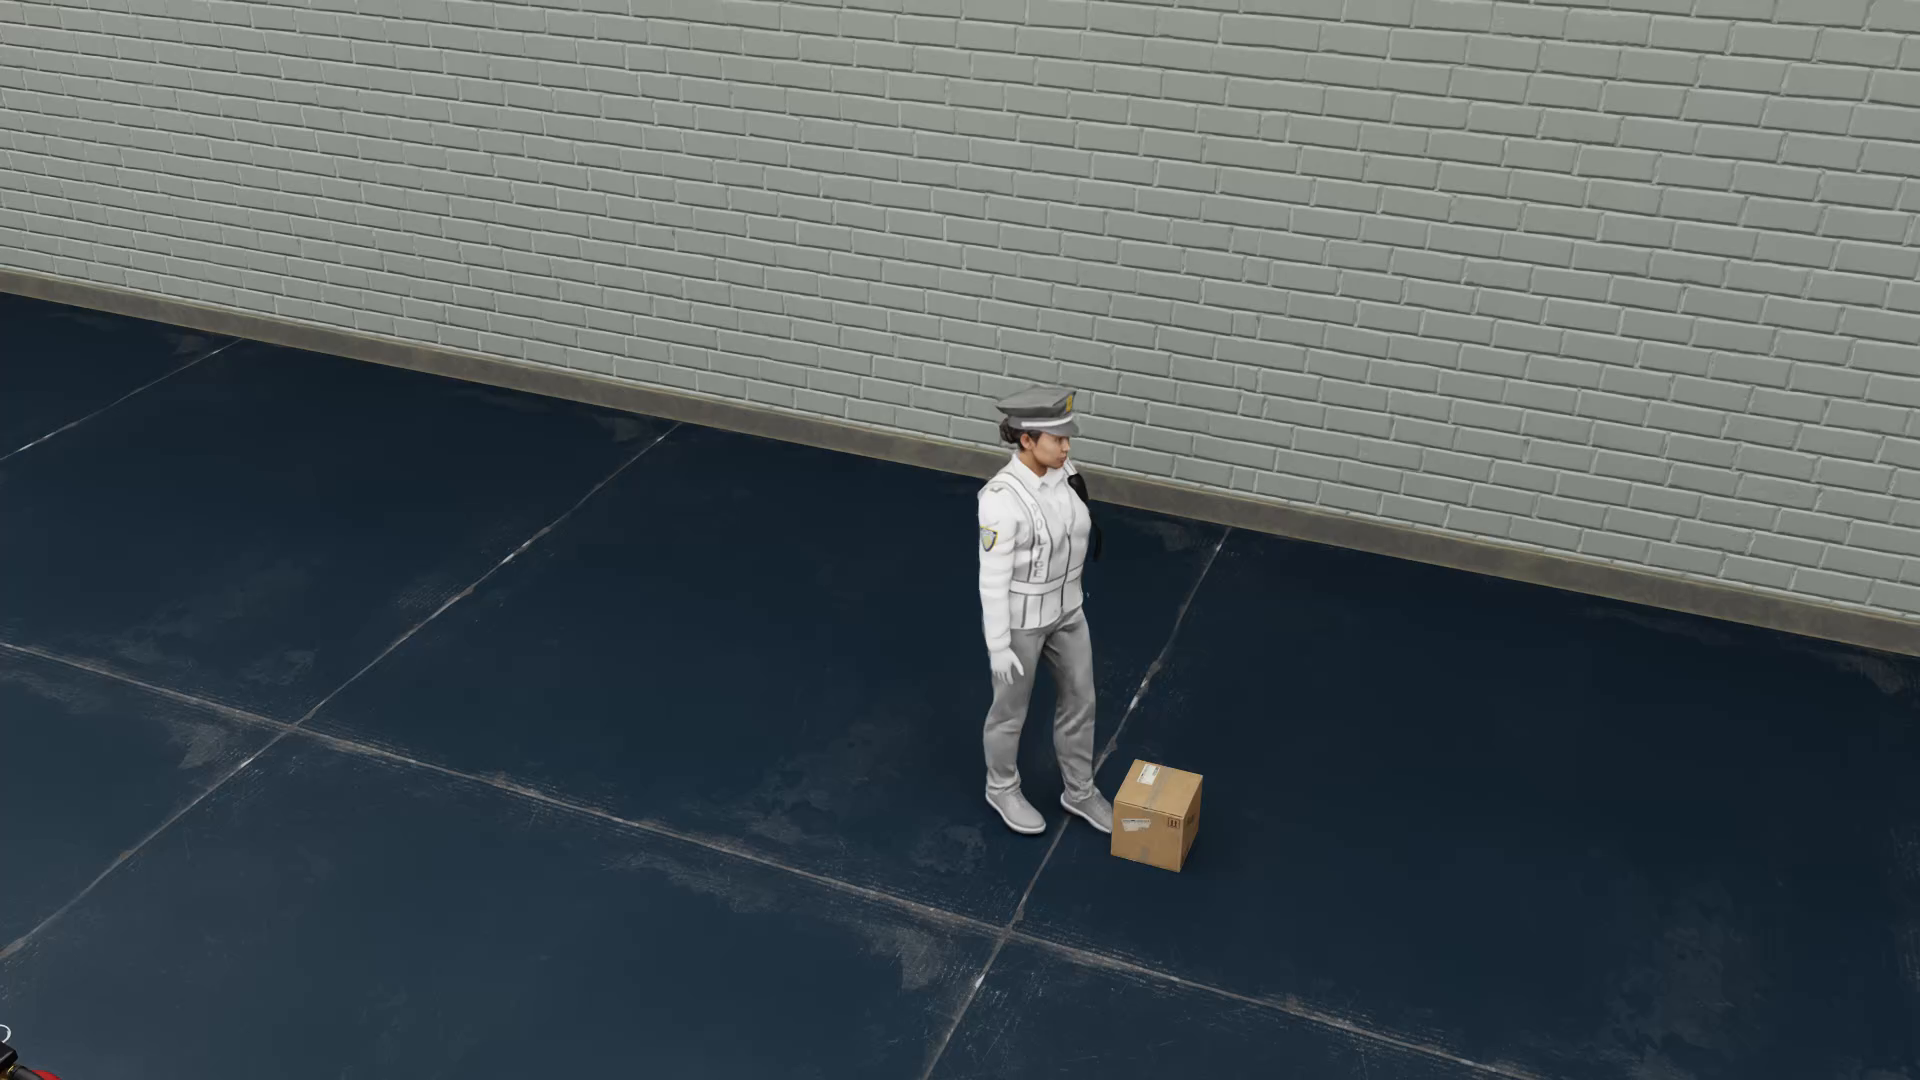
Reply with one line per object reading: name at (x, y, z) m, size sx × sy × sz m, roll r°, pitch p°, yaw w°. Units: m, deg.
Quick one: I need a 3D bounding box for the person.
person at (0.313, 0.304, 5.595) m, size 0.505 × 1.709 × 0.516 m, roll 25°, pitch 38°, yaw 36°
